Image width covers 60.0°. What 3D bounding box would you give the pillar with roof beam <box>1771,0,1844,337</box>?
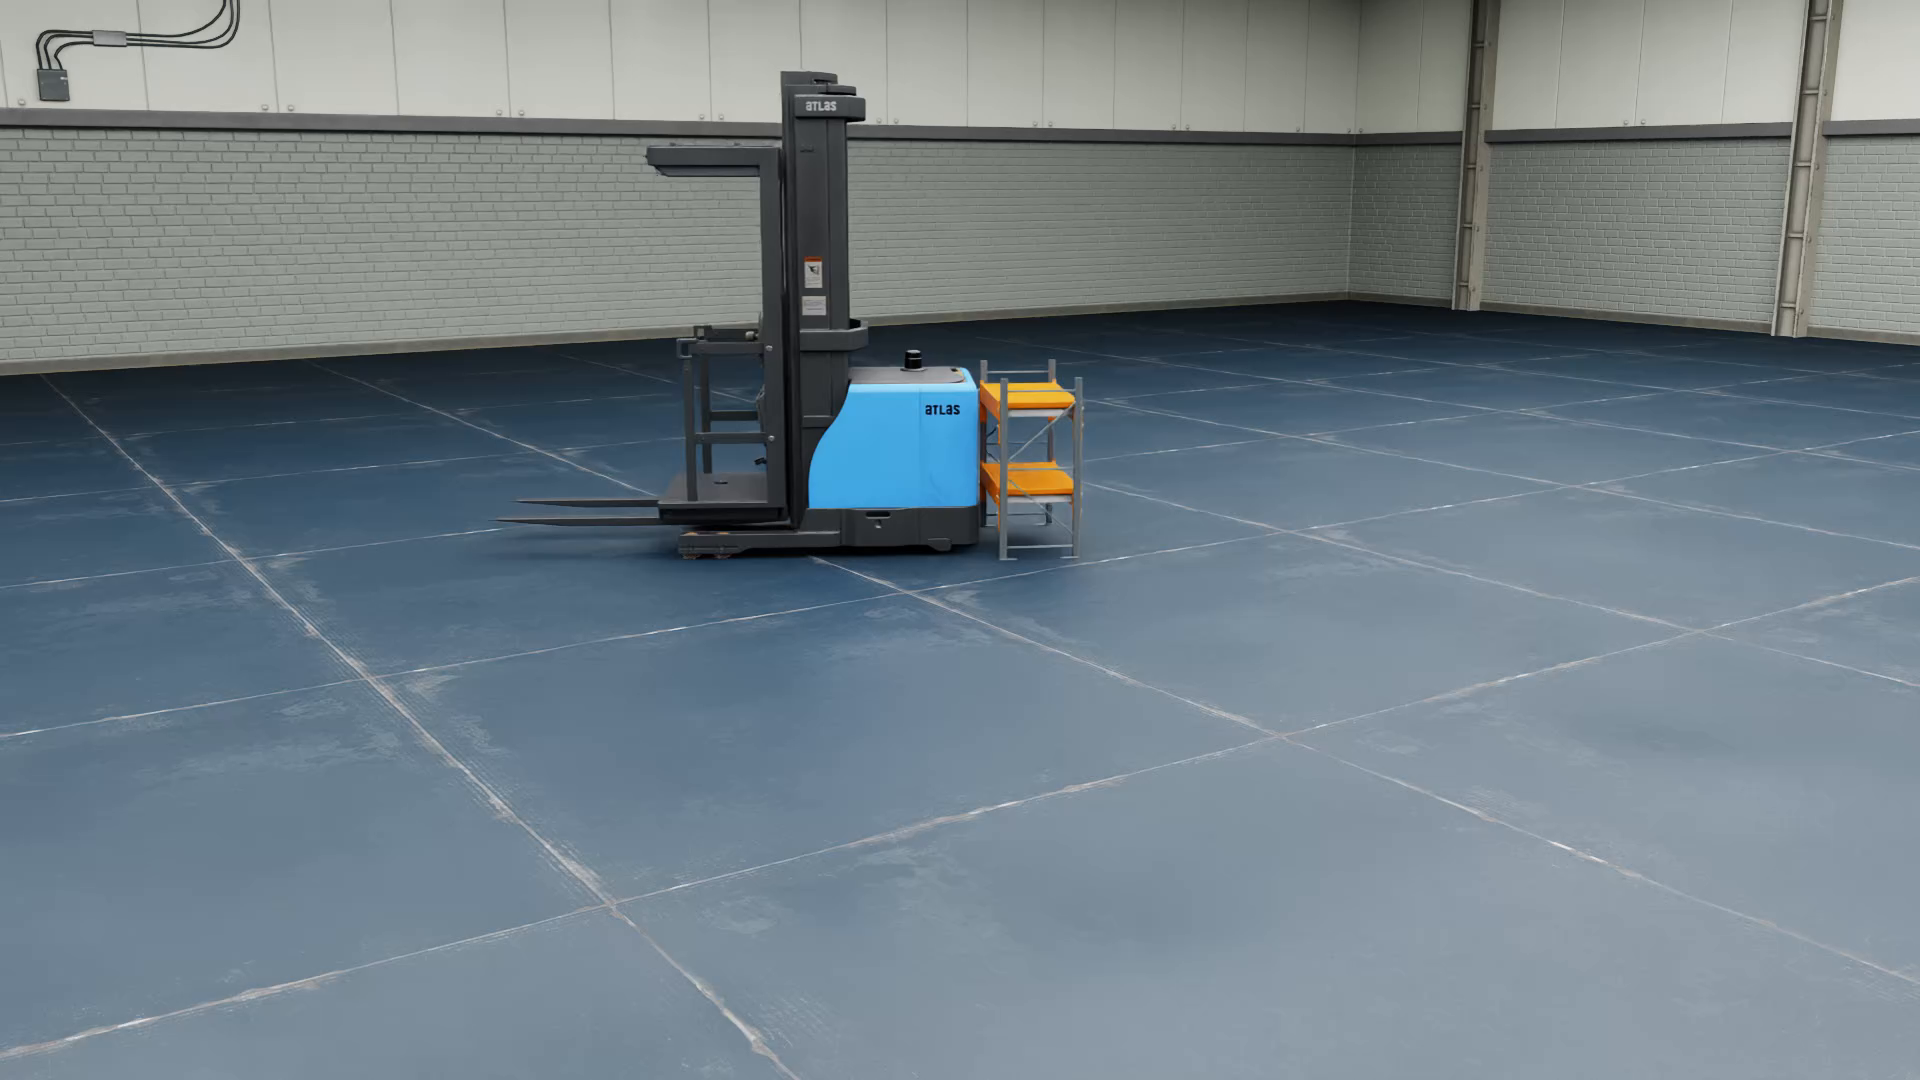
[{"bbox_3d":[8.755,-6.924,21.462,9.100,9.000,0.400,-8,15,-33],"label":"pillar with roof beam"}]

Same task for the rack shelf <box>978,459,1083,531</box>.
[{"bbox_3d":[0.440,-0.301,10.750,0.538,0.278,1.000,-1,12,-6],"label":"rack shelf"}]

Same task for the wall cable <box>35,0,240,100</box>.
[{"bbox_3d":[-9.828,-8.235,19.496,2.305,6.003,0.169,-8,15,-33],"label":"wall cable"}]

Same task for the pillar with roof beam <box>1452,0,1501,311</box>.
[{"bbox_3d":[5.431,-7.991,26.341,9.100,9.000,0.400,-8,15,-33],"label":"pillar with roof beam"}]

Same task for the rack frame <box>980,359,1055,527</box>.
[{"bbox_3d":[0.385,-0.648,11.191,0.500,1.125,0.032,-1,12,-6],"label":"rack frame"}]

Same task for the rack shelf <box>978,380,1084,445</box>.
[{"bbox_3d":[0.440,-0.826,10.635,0.538,0.278,1.000,-1,12,-6],"label":"rack shelf"}]

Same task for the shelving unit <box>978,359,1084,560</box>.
[{"bbox_3d":[0.440,-0.540,10.698,0.538,1.125,1.048,-1,12,-6],"label":"shelving unit"}]

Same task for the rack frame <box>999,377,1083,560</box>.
[{"bbox_3d":[0.495,-0.432,10.204,0.500,1.125,0.032,-1,12,-6],"label":"rack frame"}]

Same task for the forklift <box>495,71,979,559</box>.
[{"bbox_3d":[-1.415,-1.429,10.536,3.031,2.935,1.130,-1,12,-3],"label":"forklift"}]
